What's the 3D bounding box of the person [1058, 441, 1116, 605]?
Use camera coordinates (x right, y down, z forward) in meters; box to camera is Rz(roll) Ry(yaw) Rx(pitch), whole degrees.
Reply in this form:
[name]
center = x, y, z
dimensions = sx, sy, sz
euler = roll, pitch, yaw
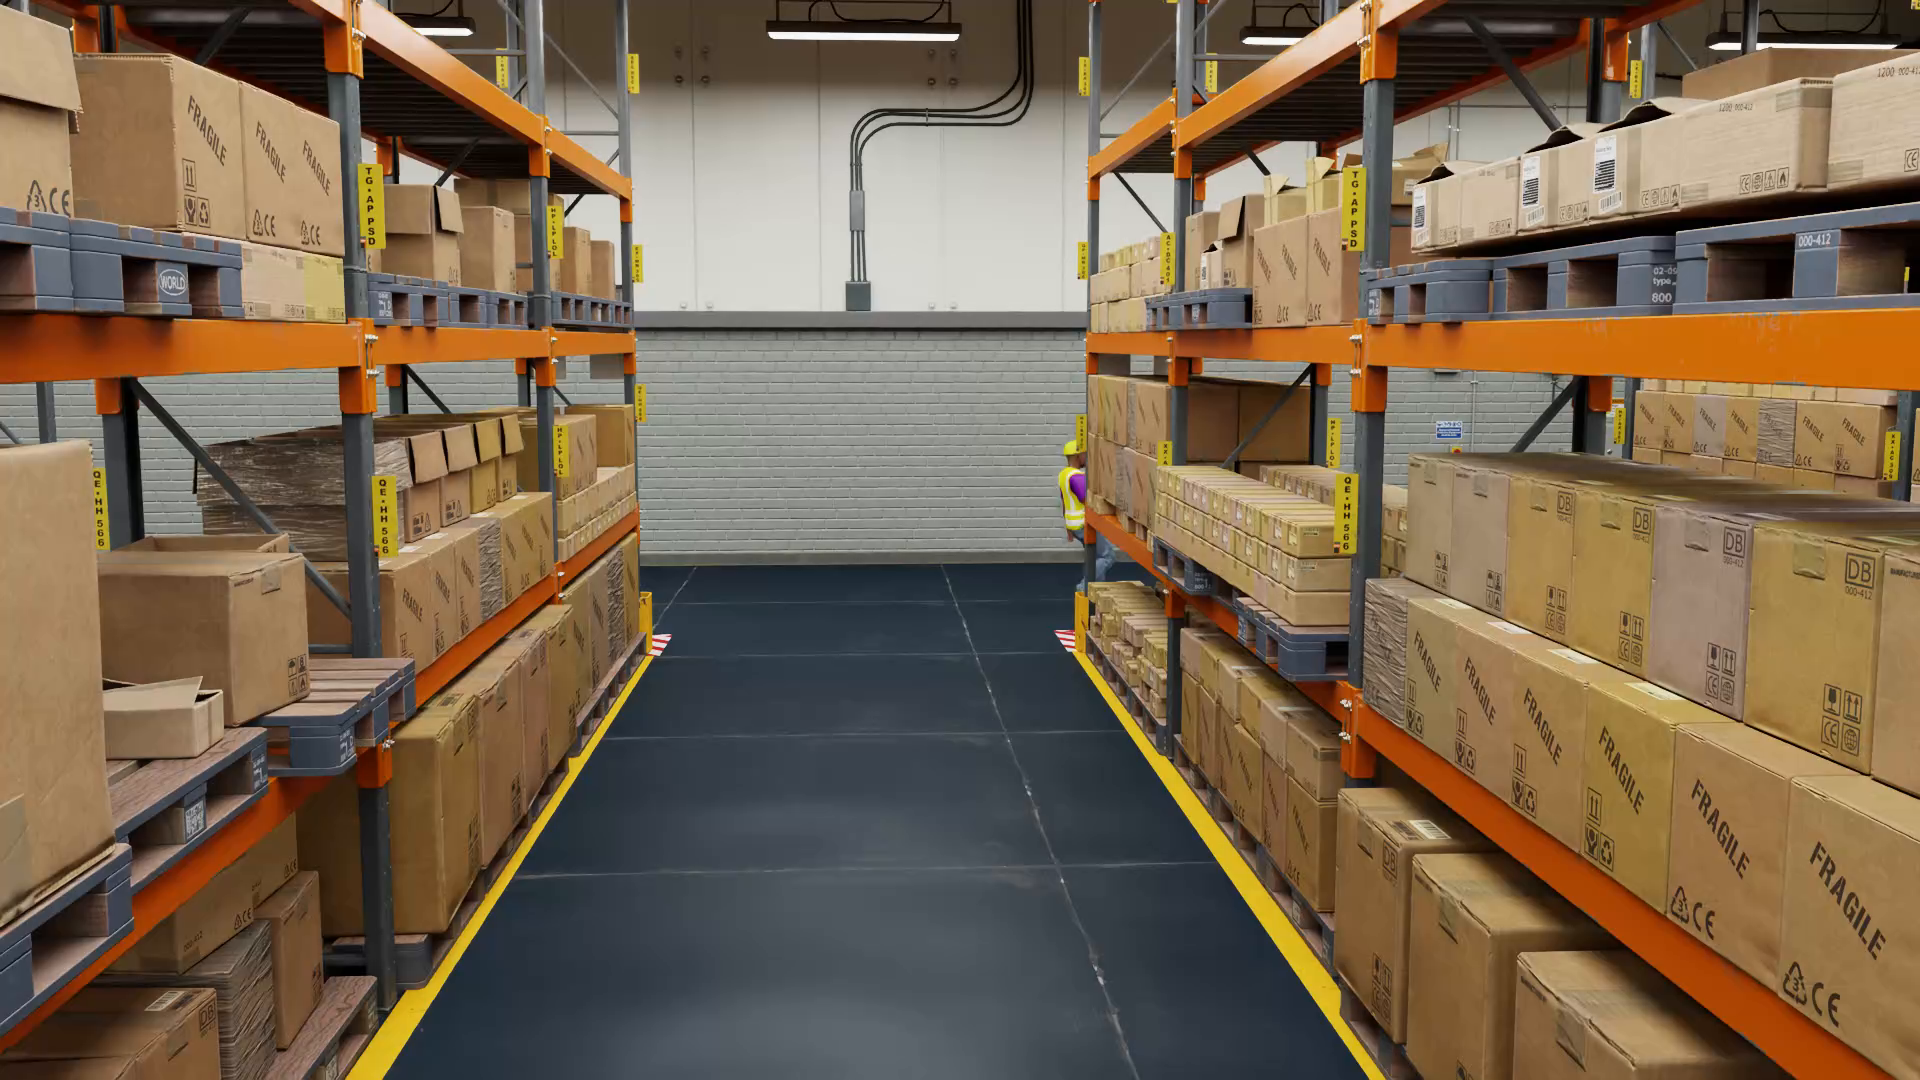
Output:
[person]
center = 1.369, -0.143, 17.179
dimensions = 0.655, 1.750, 0.626
euler = -1, 7, -12
